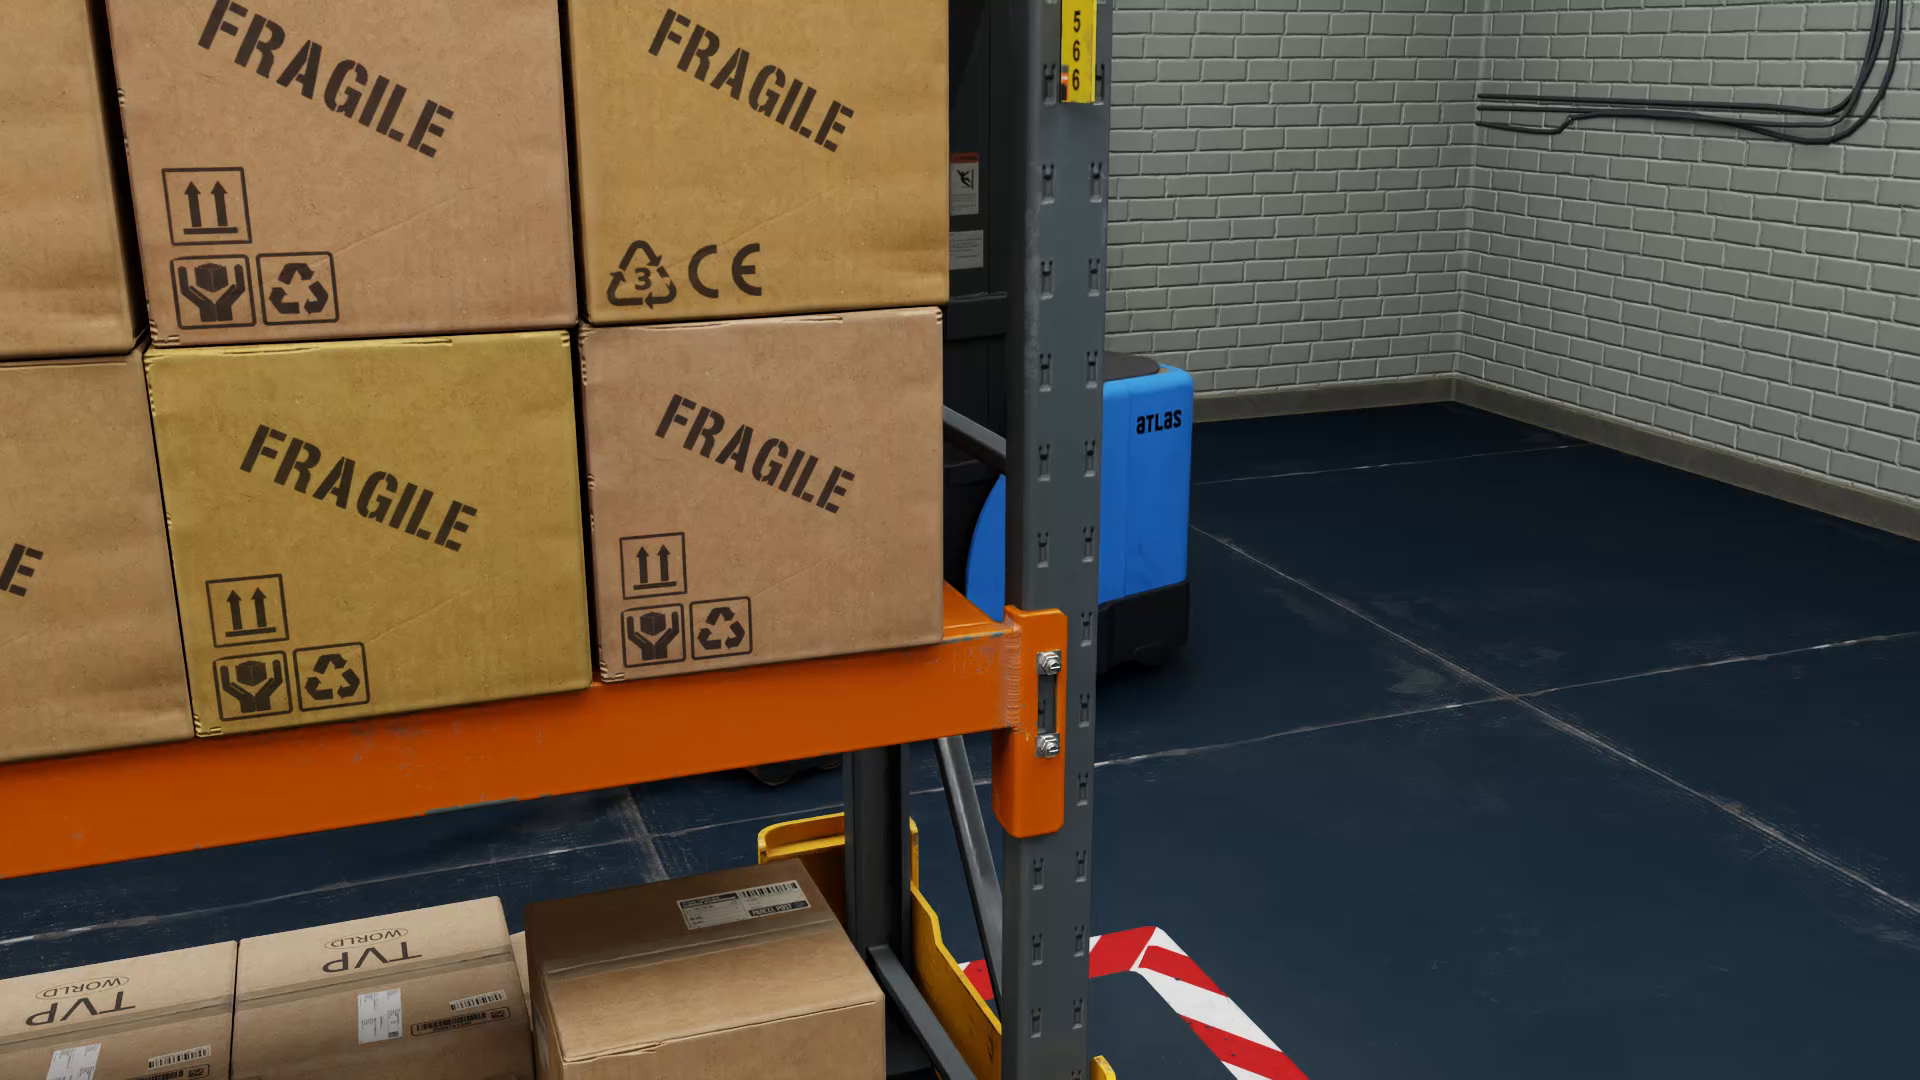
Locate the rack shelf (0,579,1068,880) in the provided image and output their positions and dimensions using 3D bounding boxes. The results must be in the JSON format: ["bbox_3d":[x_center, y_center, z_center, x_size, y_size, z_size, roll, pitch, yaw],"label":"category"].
[{"bbox_3d":[-1.887,0.351,2.357,4.000,0.370,1.077,-6,17,-20],"label":"rack shelf"}]

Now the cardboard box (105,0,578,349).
[{"bbox_3d":[-0.808,-0.556,2.214,0.500,0.500,0.500,-6,17,-19],"label":"cardboard box"}]

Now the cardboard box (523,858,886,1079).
[{"bbox_3d":[-0.439,0.912,2.825,0.500,0.500,0.500,-6,17,-20],"label":"cardboard box"}]

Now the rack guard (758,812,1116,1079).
[{"bbox_3d":[-0.090,1.011,3.269,0.348,0.500,1.175,-6,17,-20],"label":"rack guard"}]

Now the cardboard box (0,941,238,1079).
[{"bbox_3d":[-1.562,0.993,2.992,0.500,0.250,0.500,-6,17,-20],"label":"cardboard box"}]

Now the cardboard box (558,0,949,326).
[{"bbox_3d":[-0.337,-0.607,2.388,0.500,0.500,0.500,-6,18,-21],"label":"cardboard box"}]

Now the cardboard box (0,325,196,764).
[{"bbox_3d":[-1.291,-0.025,2.183,0.500,0.500,0.500,-6,17,-20],"label":"cardboard box"}]

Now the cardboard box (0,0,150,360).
[{"bbox_3d":[-1.291,-0.502,2.032,0.500,0.500,0.500,-6,17,-19],"label":"cardboard box"}]

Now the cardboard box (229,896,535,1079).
[{"bbox_3d":[-1.096,0.943,3.164,0.500,0.250,0.500,-6,17,-20],"label":"cardboard box"}]

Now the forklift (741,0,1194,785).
[{"bbox_3d":[-0.647,-0.828,5.217,3.031,2.935,1.130,-12,20,-35],"label":"forklift"}]

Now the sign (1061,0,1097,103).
[{"bbox_3d":[0.160,-0.755,2.231,0.005,0.325,0.100,-6,17,-20],"label":"sign"}]

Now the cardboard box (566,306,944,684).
[{"bbox_3d":[-0.340,-0.127,2.531,0.500,0.500,0.500,-6,17,-18],"label":"cardboard box"}]

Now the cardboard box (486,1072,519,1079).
[{"bbox_3d":[-0.849,1.089,2.814,0.250,0.166,0.380,-6,17,-20],"label":"cardboard box"}]

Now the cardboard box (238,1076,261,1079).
[{"bbox_3d":[-1.337,1.120,2.561,0.500,0.250,0.500,-6,17,-20],"label":"cardboard box"}]

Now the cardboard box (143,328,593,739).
[{"bbox_3d":[-0.823,-0.074,2.350,0.500,0.500,0.500,-6,17,-20],"label":"cardboard box"}]

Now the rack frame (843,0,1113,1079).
[{"bbox_3d":[-0.019,-0.196,2.943,0.127,3.000,1.000,-6,17,-20],"label":"rack frame"}]

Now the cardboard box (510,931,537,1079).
[{"bbox_3d":[-0.767,0.929,3.358,0.250,0.166,0.380,-6,17,-20],"label":"cardboard box"}]

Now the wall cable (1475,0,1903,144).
[{"bbox_3d":[3.614,-3.364,8.593,0.112,2.526,3.097,-6,17,-20],"label":"wall cable"}]
